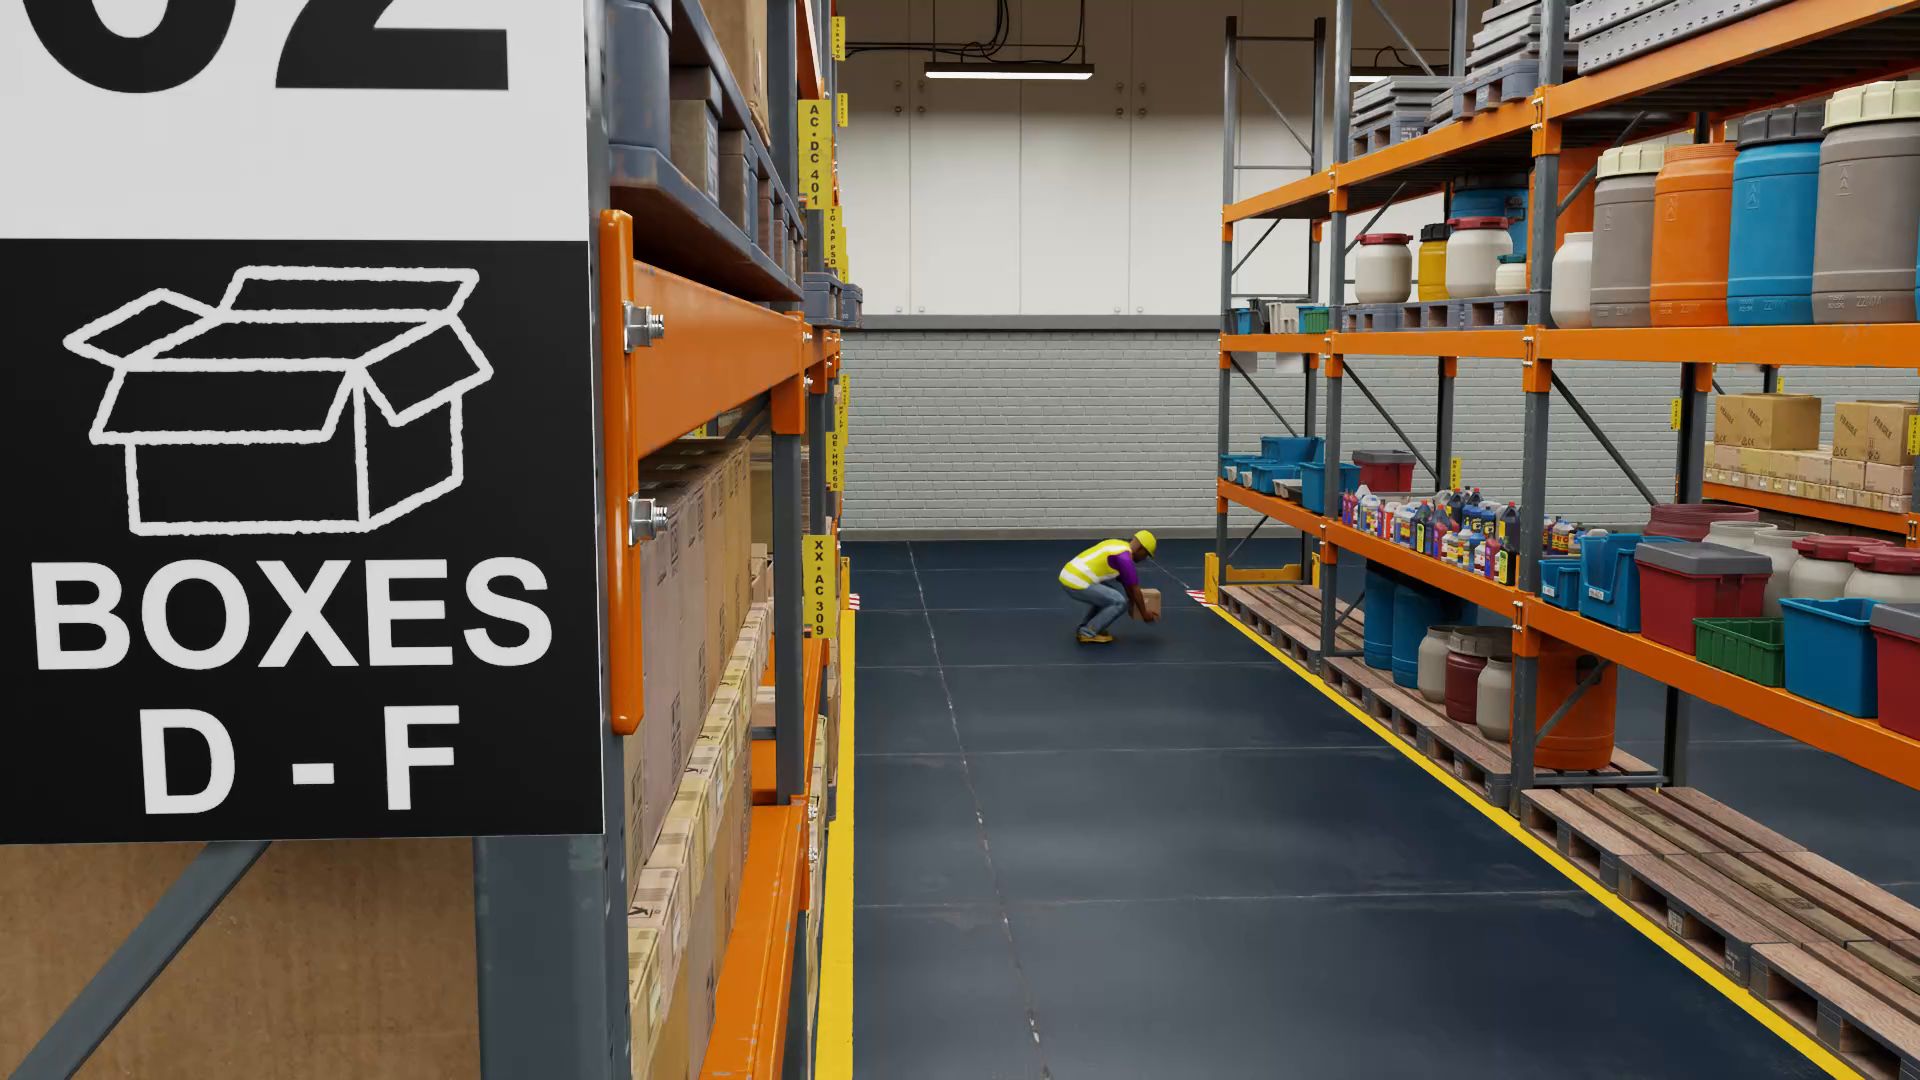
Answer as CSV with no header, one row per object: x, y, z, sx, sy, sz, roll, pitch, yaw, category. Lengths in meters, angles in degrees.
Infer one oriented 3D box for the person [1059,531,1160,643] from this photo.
1.369,0.422,15.333,0.912,1.010,0.537,-1,7,-5,person
